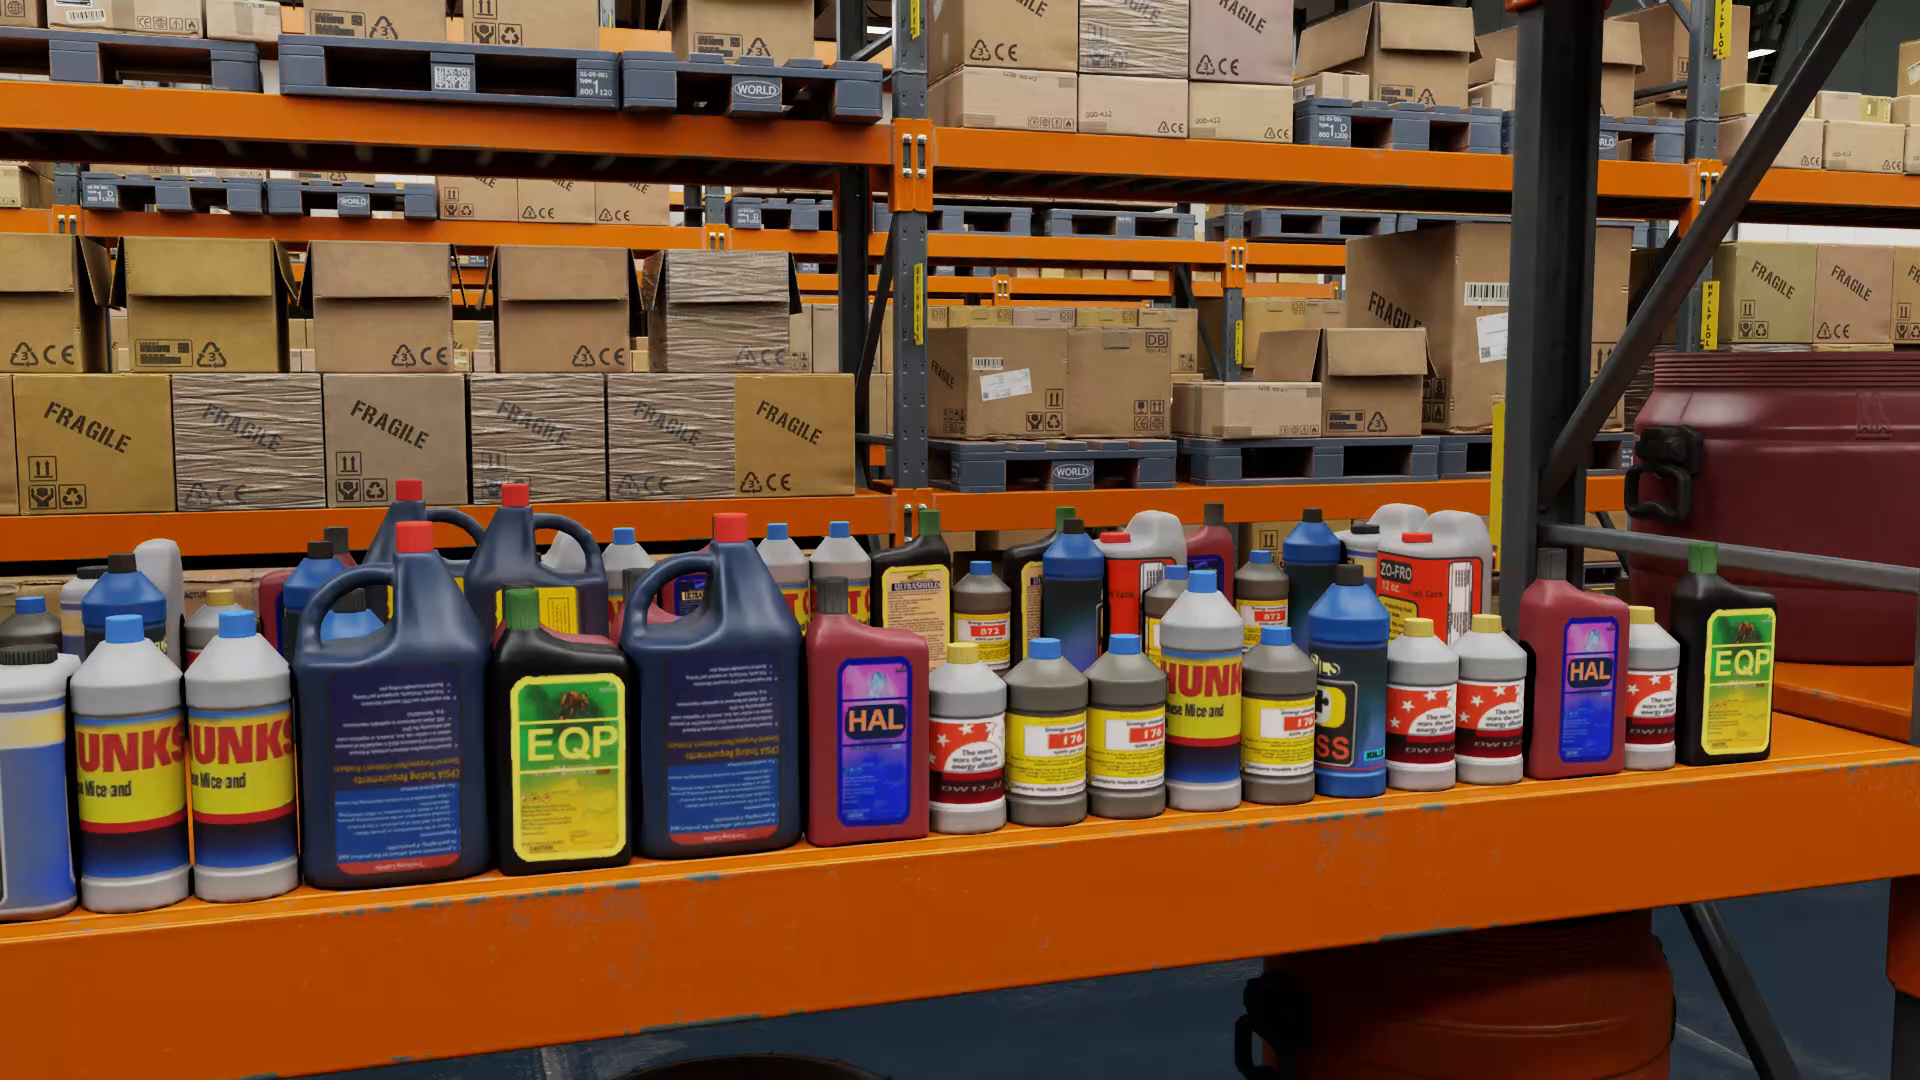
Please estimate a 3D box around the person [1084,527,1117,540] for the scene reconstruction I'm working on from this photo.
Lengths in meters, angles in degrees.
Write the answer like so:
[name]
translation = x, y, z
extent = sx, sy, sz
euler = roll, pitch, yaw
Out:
[person]
translation = 0.723, -0.012, 9.655
extent = 0.362, 1.745, 0.541
euler = -2, 6, -19
